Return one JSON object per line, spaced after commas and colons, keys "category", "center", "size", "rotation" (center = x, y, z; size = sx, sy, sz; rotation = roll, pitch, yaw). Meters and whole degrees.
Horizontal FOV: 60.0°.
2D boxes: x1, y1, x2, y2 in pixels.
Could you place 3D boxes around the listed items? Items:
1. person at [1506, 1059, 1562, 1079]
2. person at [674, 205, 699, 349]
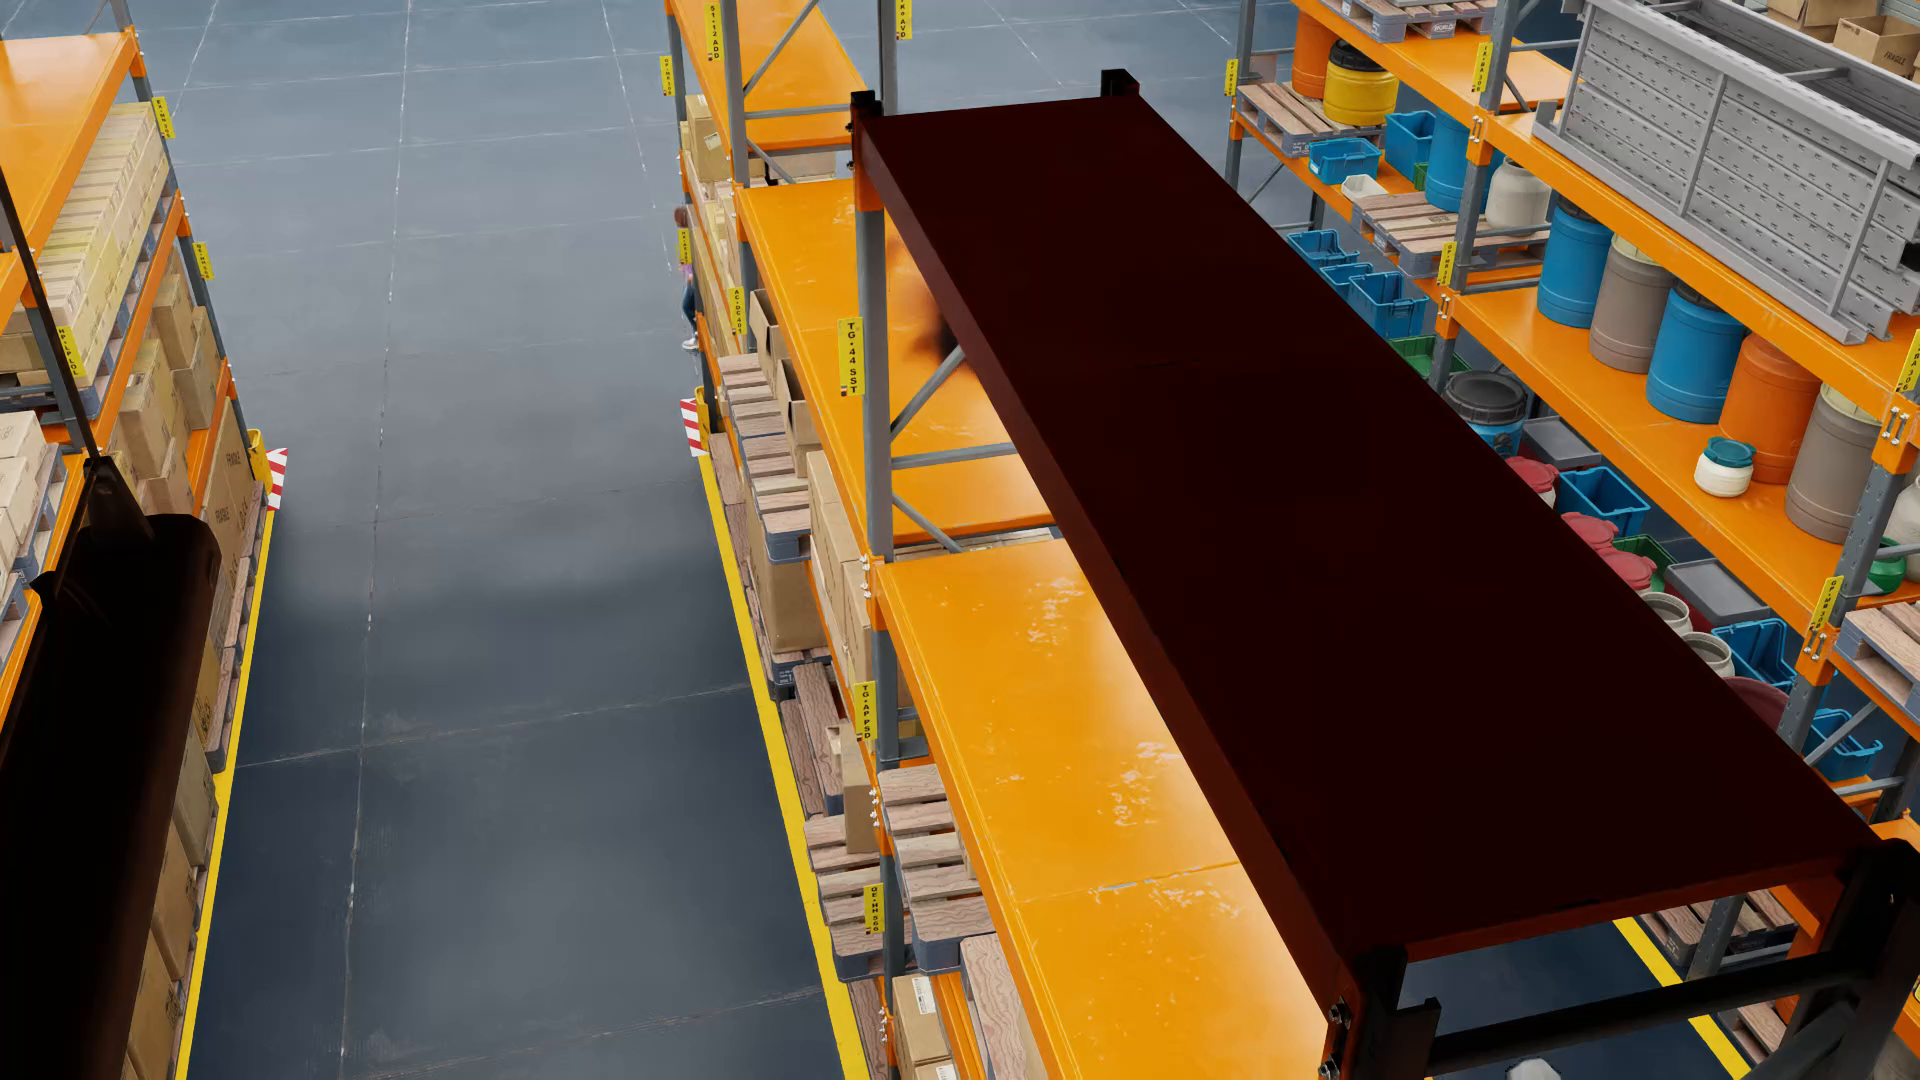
{"category": "person", "center": [2.622, 3.128, 7.958], "size": [0.570, 1.657, 0.835], "rotation": [-10, 36, -15]}
{"category": "person", "center": [-2.474, -2.578, 16.474], "size": [0.726, 1.566, 0.528], "rotation": [8, 35, 11]}
